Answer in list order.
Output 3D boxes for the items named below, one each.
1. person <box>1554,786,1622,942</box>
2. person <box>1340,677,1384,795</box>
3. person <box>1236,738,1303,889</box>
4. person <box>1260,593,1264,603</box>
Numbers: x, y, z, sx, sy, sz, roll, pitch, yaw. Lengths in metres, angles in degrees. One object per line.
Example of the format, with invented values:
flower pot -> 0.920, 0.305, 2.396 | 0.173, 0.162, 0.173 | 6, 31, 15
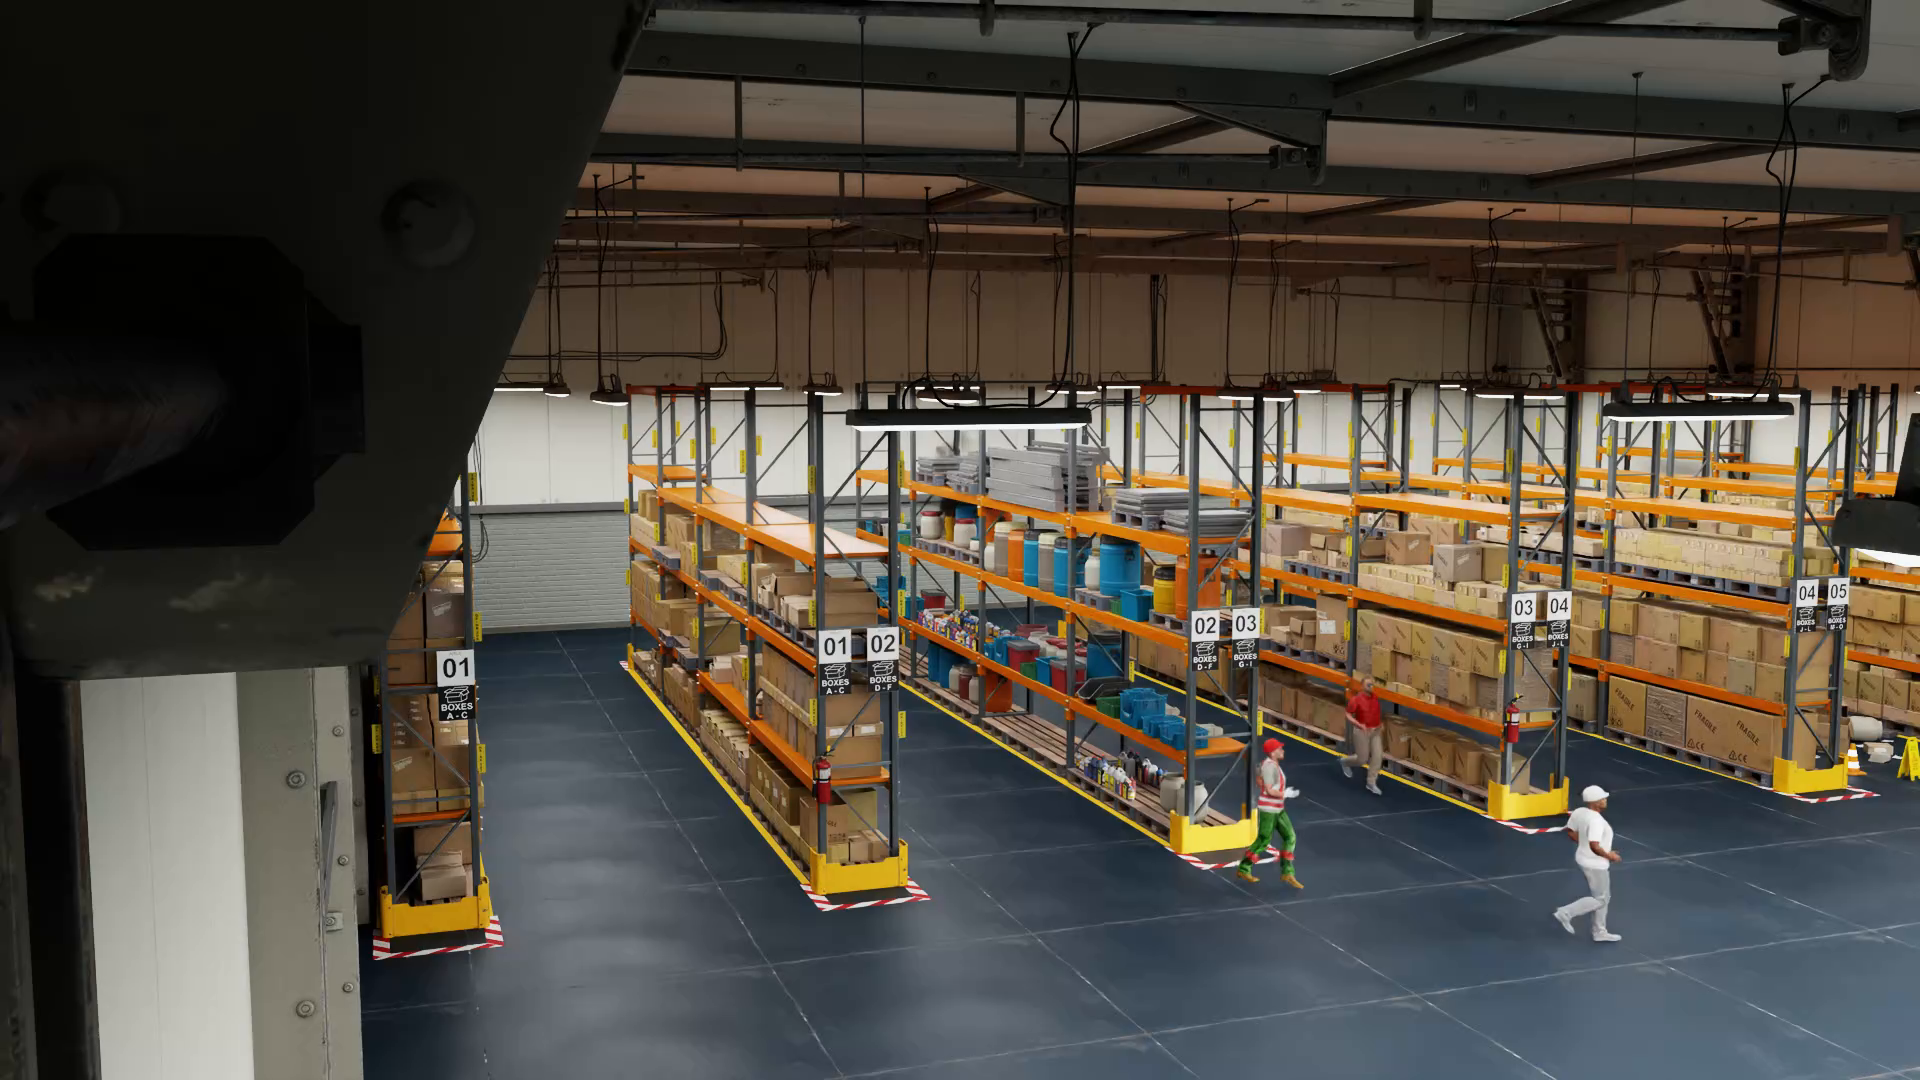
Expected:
person -> 6.933, 3.570, 18.350 | 0.768, 1.743, 0.697 | 0, 6, 0
person -> 6.100, 2.917, 25.058 | 0.663, 1.717, 0.816 | -3, 6, -24
person -> 3.827, 3.325, 20.366 | 0.815, 1.795, 0.660 | 2, 6, 20
person -> 6.547, 1.694, 37.786 | 0.629, 1.597, 0.948 | -1, 6, -9
